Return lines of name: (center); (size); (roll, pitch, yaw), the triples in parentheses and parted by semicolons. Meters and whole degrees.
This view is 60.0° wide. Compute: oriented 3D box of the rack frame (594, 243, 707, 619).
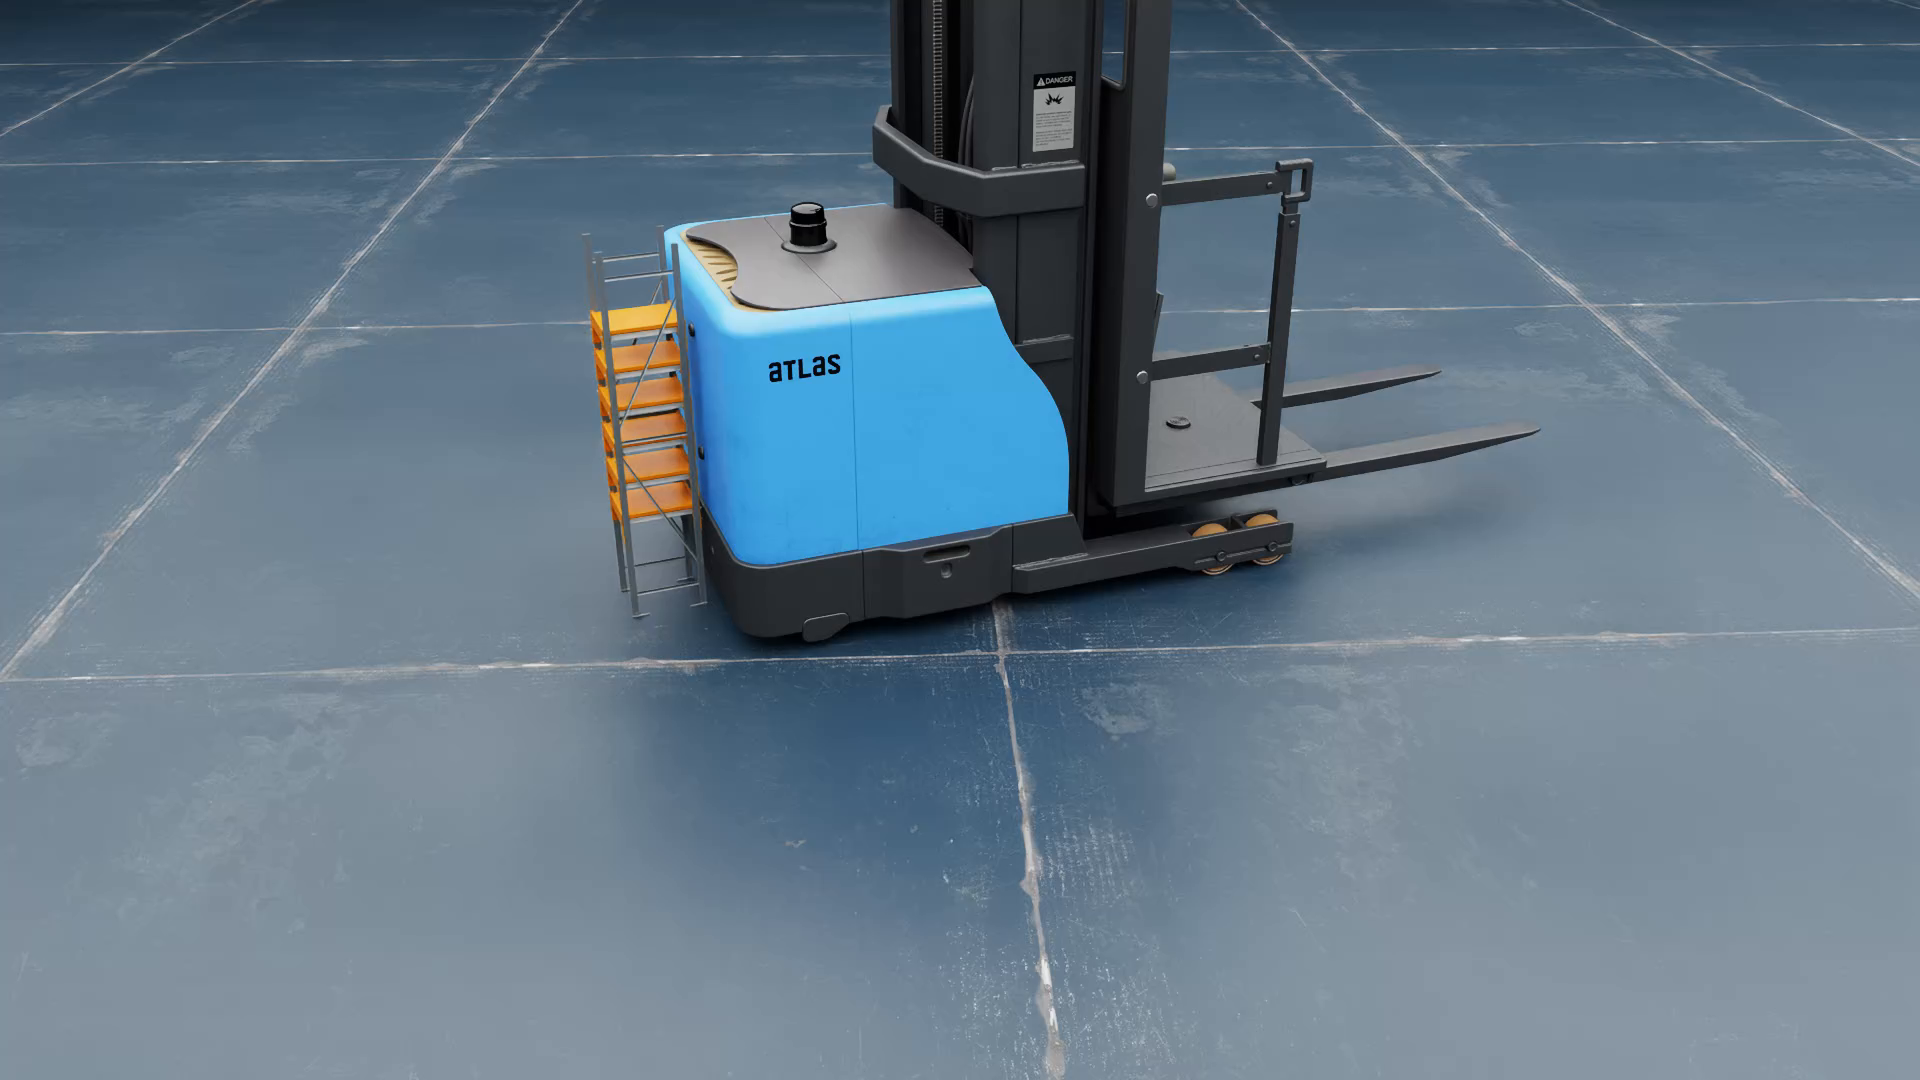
rack frame: (-0.926, -0.305, 5.037); (0.240, 1.200, 0.006); (-11, 29, -19)

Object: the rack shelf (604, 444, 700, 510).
rack shelf: (-0.960, -0.198, 5.188); (0.258, 0.103, 0.180); (-11, 29, -19)

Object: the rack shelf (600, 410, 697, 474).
rack shelf: (-0.960, -0.305, 5.133); (0.258, 0.103, 0.180); (-11, 29, -19)

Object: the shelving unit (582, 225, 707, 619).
shelving unit: (-0.960, -0.344, 5.112); (0.258, 1.200, 0.189); (-11, 29, -19)

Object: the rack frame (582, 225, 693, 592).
rack frame: (-0.994, -0.383, 5.188); (0.240, 1.200, 0.006); (-11, 29, -19)

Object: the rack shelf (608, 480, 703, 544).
rack shelf: (-0.960, -0.092, 5.244); (0.258, 0.103, 0.180); (-11, 29, -19)

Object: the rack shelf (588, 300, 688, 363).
rack shelf: (-0.960, -0.624, 4.966); (0.258, 0.103, 0.180); (-11, 29, -19)

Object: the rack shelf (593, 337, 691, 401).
rack shelf: (-0.960, -0.518, 5.022); (0.258, 0.103, 0.180); (-11, 29, -19)

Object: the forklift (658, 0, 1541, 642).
forklift: (0.582, -1.402, 5.268); (3.031, 2.935, 1.130); (-10, 29, -18)

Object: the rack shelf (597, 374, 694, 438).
rack shelf: (-0.960, -0.411, 5.077); (0.258, 0.103, 0.180); (-11, 29, -19)
